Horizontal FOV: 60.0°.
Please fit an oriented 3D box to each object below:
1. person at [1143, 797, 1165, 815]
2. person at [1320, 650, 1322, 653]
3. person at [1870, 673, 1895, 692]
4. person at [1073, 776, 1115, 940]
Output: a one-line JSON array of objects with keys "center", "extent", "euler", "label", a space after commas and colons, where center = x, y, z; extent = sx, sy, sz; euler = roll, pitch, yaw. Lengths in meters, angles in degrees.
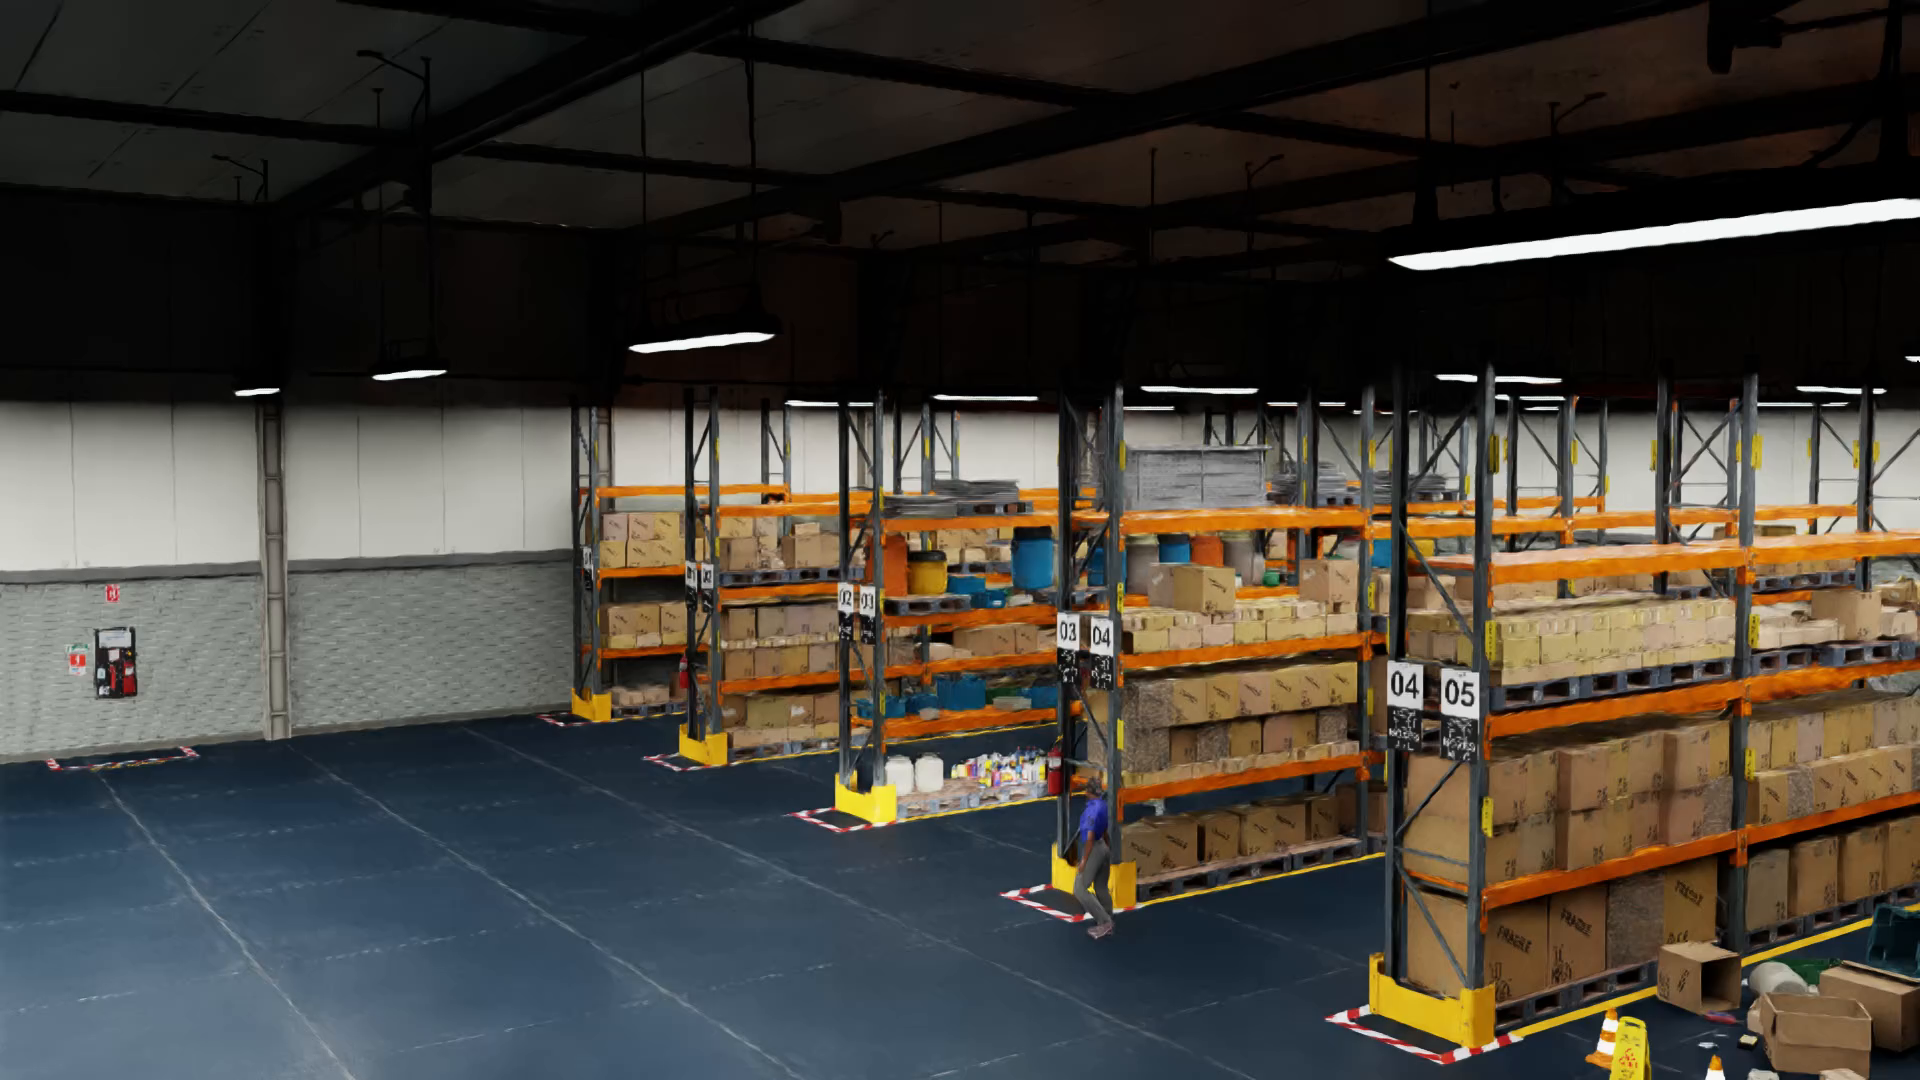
[{"center": [2.691, 2.920, 23.093], "extent": [0.708, 1.702, 0.843], "euler": [3, 4, 39], "label": "person"}, {"center": [8.237, 2.028, 38.943], "extent": [0.617, 1.566, 0.495], "euler": [0, 3, -2], "label": "person"}, {"center": [17.559, 2.362, 31.605], "extent": [0.525, 1.764, 0.688], "euler": [1, 4, 18], "label": "person"}, {"center": [1.429, 3.292, 17.231], "extent": [0.439, 1.650, 0.619], "euler": [1, 4, 22], "label": "person"}]
